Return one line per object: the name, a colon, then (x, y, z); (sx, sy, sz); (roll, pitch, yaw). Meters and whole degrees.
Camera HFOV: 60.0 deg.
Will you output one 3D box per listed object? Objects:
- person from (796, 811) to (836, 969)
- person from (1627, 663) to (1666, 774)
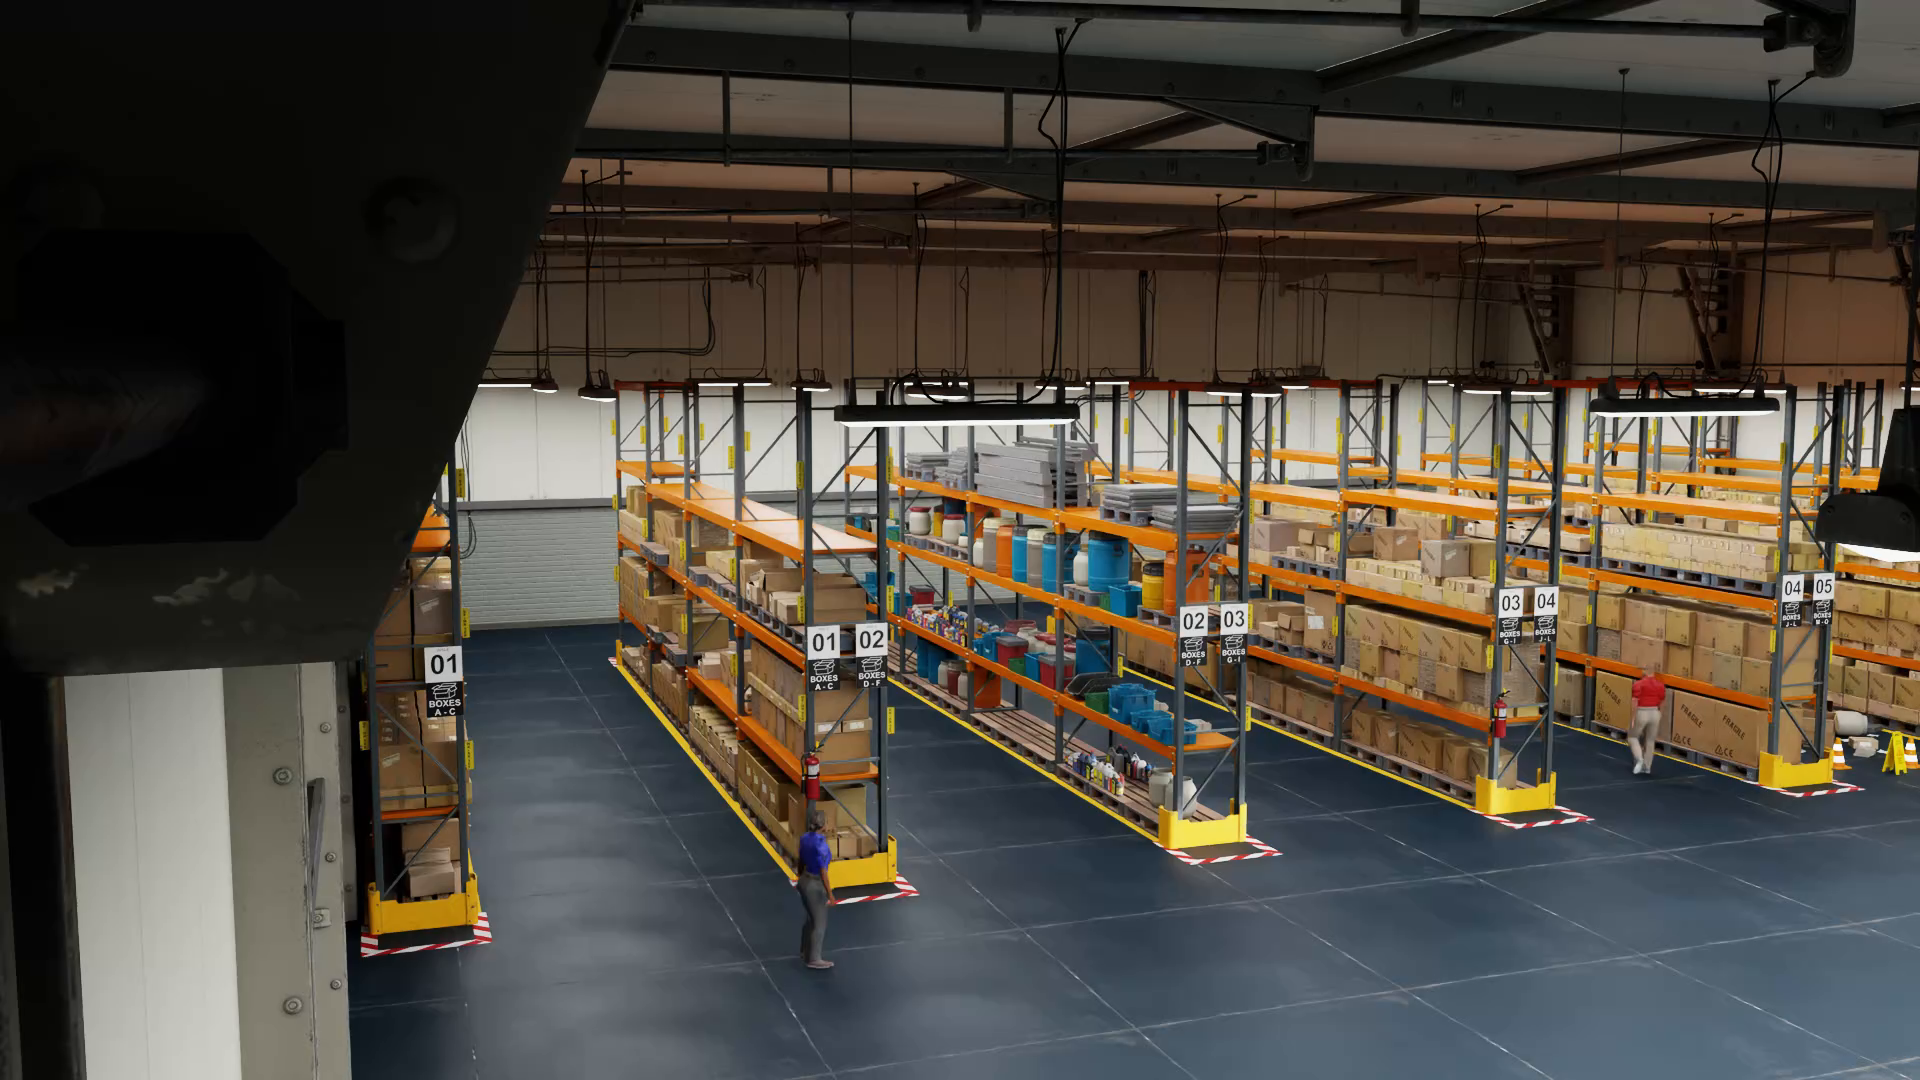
person: (-1.532, 3.705, 17.514); (0.336, 1.726, 0.536); (-3, 7, -25)
person: (10.607, 2.750, 25.662); (0.523, 1.717, 0.495); (1, 6, 13)
